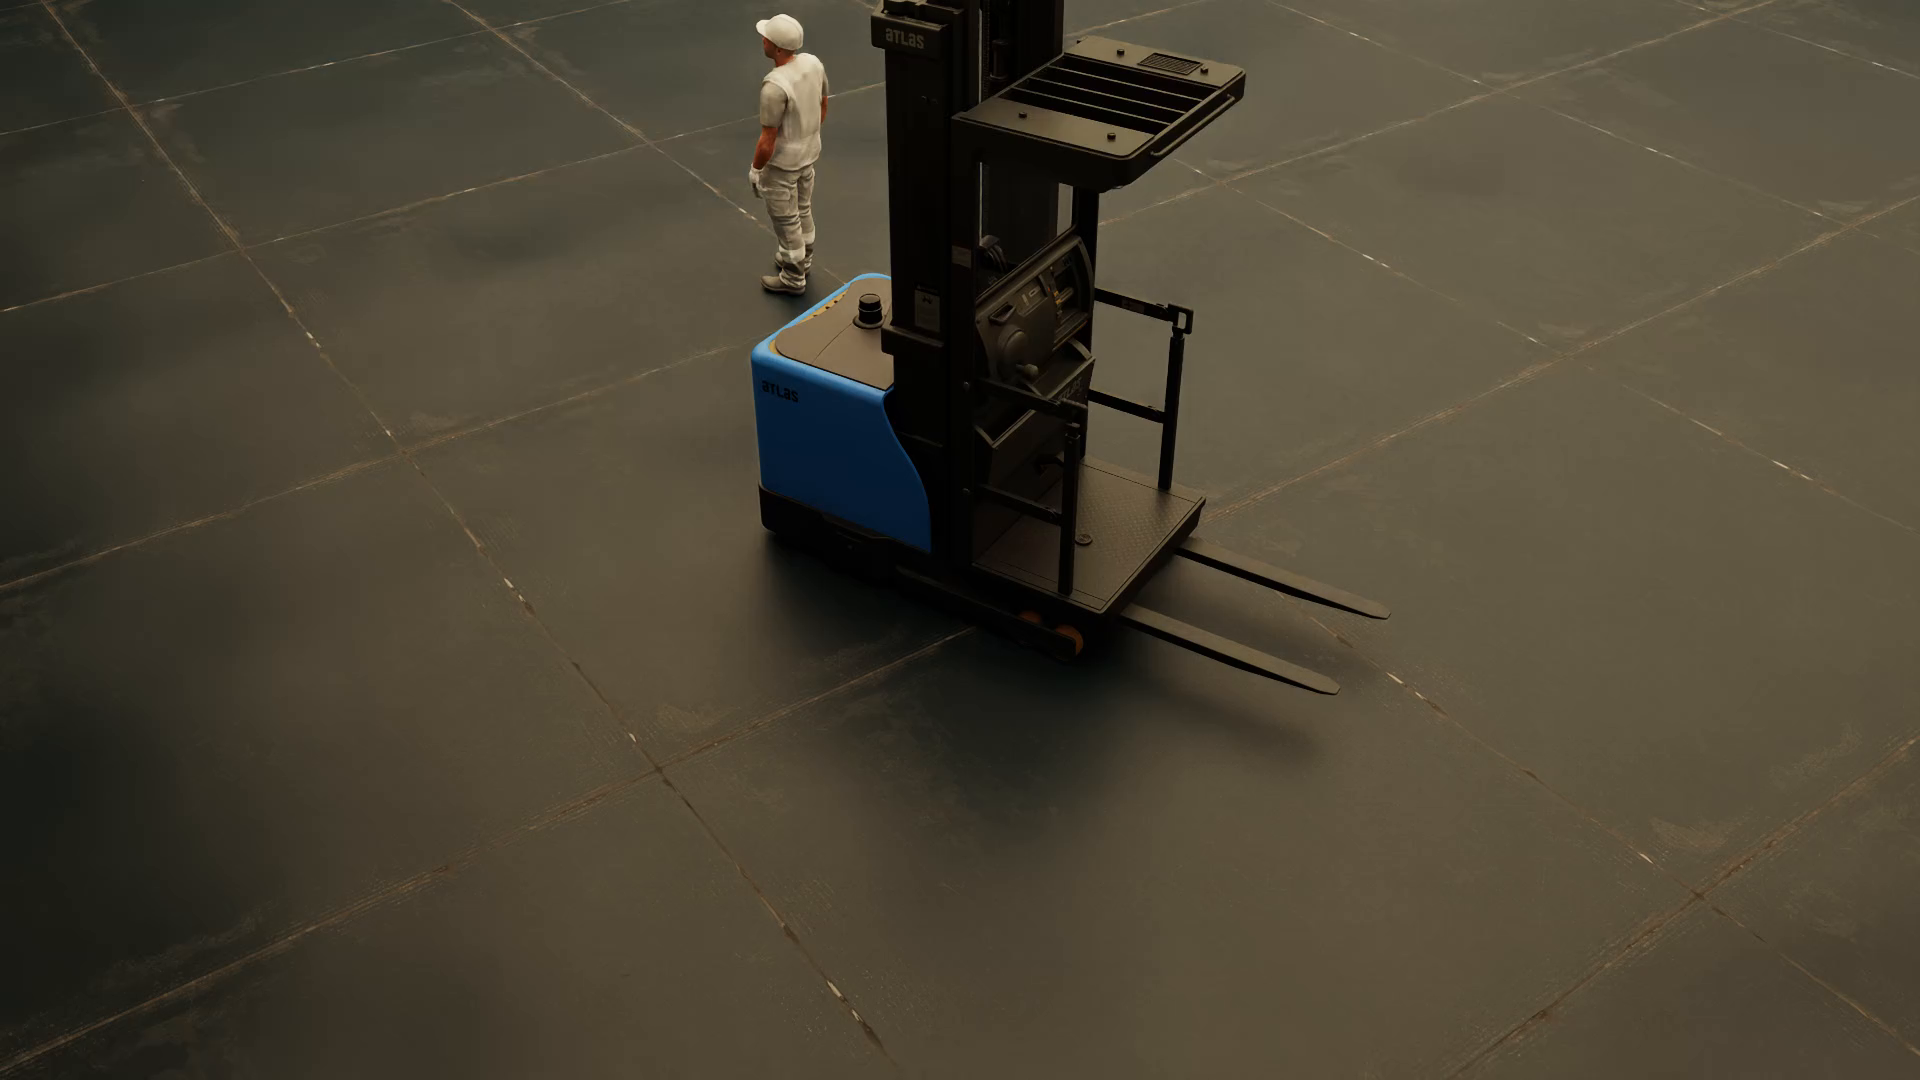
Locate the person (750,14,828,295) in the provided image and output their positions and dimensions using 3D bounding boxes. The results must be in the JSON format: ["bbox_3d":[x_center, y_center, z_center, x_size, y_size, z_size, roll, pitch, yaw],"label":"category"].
[{"bbox_3d":[-1.095,-2.321,10.032,0.562,1.788,0.638,20,41,25],"label":"person"}]

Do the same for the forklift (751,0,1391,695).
[{"bbox_3d":[0.514,-0.985,7.276,3.031,2.935,1.130,21,41,26],"label":"forklift"}]
